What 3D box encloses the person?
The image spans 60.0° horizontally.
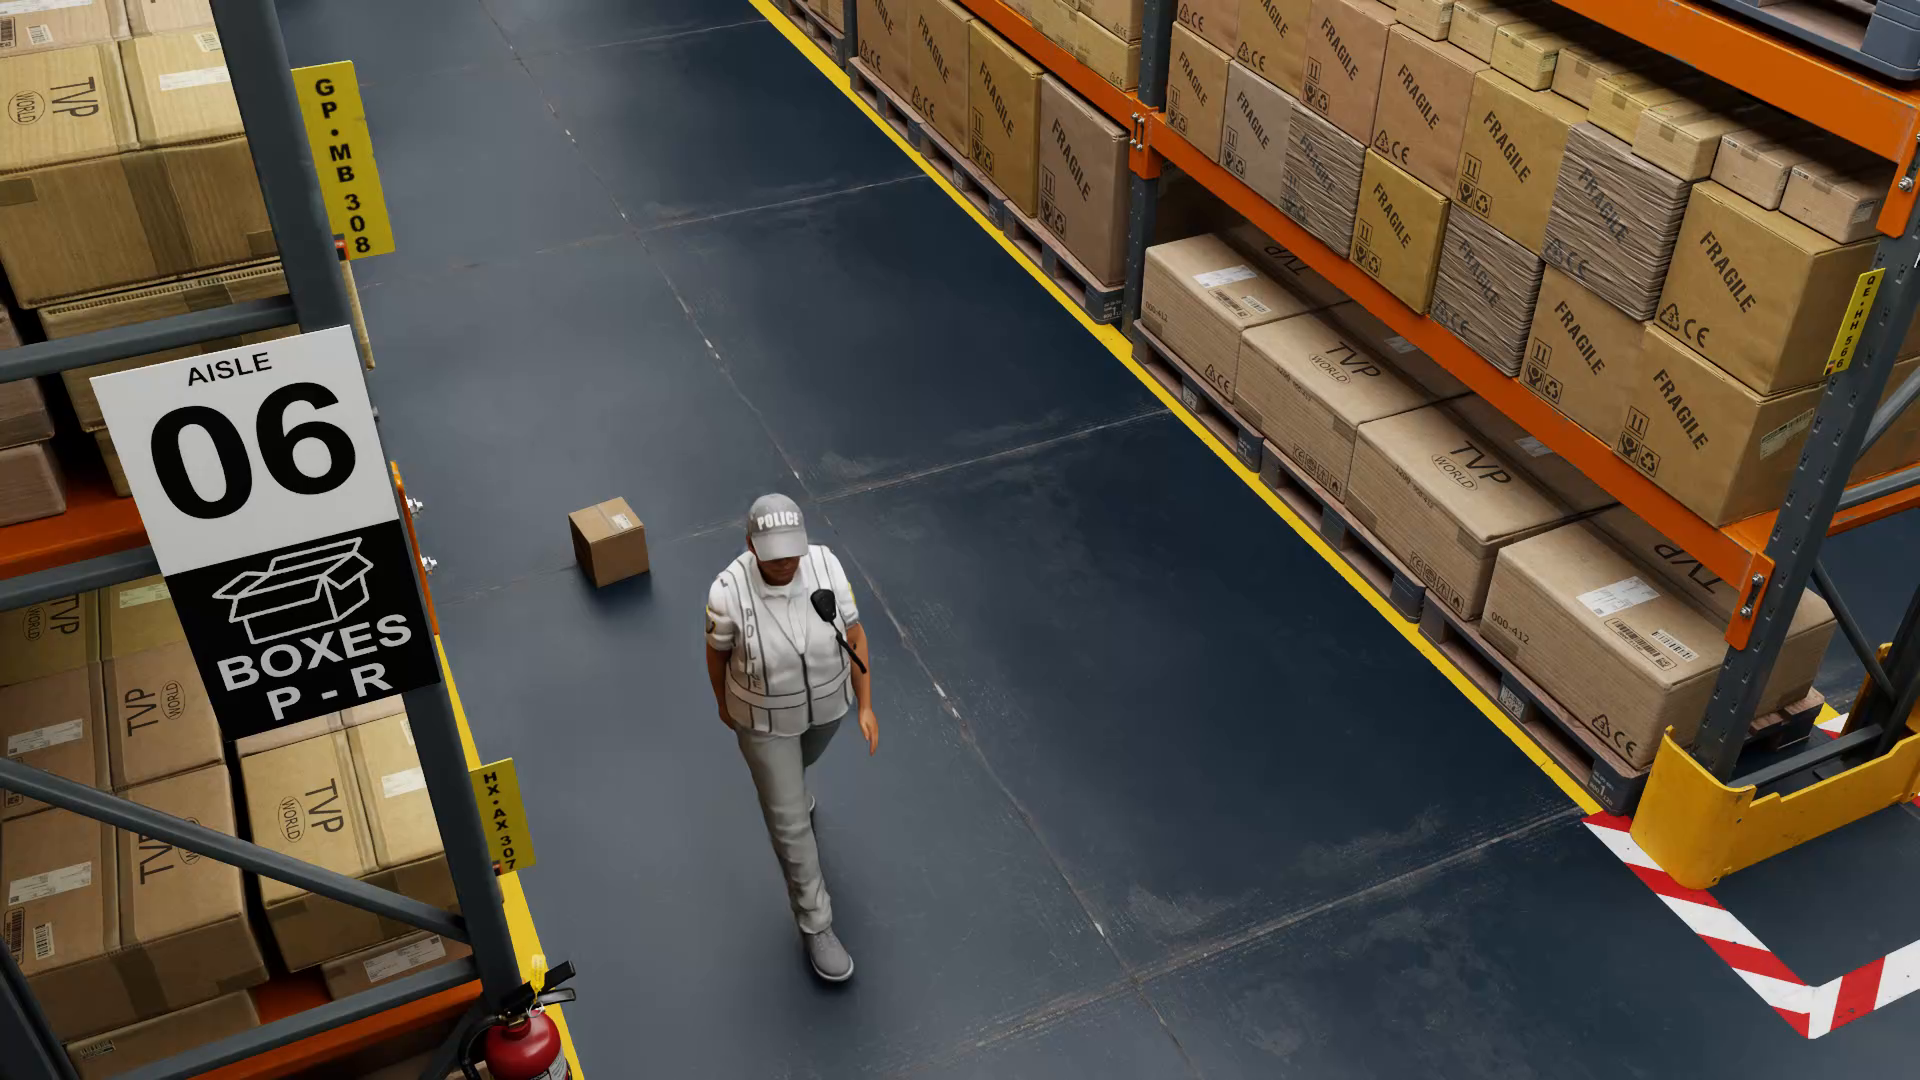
[{"bbox_3d":[-0.525,0.540,5.429,0.490,1.600,1.027,-18,41,-22],"label":"person"}]
